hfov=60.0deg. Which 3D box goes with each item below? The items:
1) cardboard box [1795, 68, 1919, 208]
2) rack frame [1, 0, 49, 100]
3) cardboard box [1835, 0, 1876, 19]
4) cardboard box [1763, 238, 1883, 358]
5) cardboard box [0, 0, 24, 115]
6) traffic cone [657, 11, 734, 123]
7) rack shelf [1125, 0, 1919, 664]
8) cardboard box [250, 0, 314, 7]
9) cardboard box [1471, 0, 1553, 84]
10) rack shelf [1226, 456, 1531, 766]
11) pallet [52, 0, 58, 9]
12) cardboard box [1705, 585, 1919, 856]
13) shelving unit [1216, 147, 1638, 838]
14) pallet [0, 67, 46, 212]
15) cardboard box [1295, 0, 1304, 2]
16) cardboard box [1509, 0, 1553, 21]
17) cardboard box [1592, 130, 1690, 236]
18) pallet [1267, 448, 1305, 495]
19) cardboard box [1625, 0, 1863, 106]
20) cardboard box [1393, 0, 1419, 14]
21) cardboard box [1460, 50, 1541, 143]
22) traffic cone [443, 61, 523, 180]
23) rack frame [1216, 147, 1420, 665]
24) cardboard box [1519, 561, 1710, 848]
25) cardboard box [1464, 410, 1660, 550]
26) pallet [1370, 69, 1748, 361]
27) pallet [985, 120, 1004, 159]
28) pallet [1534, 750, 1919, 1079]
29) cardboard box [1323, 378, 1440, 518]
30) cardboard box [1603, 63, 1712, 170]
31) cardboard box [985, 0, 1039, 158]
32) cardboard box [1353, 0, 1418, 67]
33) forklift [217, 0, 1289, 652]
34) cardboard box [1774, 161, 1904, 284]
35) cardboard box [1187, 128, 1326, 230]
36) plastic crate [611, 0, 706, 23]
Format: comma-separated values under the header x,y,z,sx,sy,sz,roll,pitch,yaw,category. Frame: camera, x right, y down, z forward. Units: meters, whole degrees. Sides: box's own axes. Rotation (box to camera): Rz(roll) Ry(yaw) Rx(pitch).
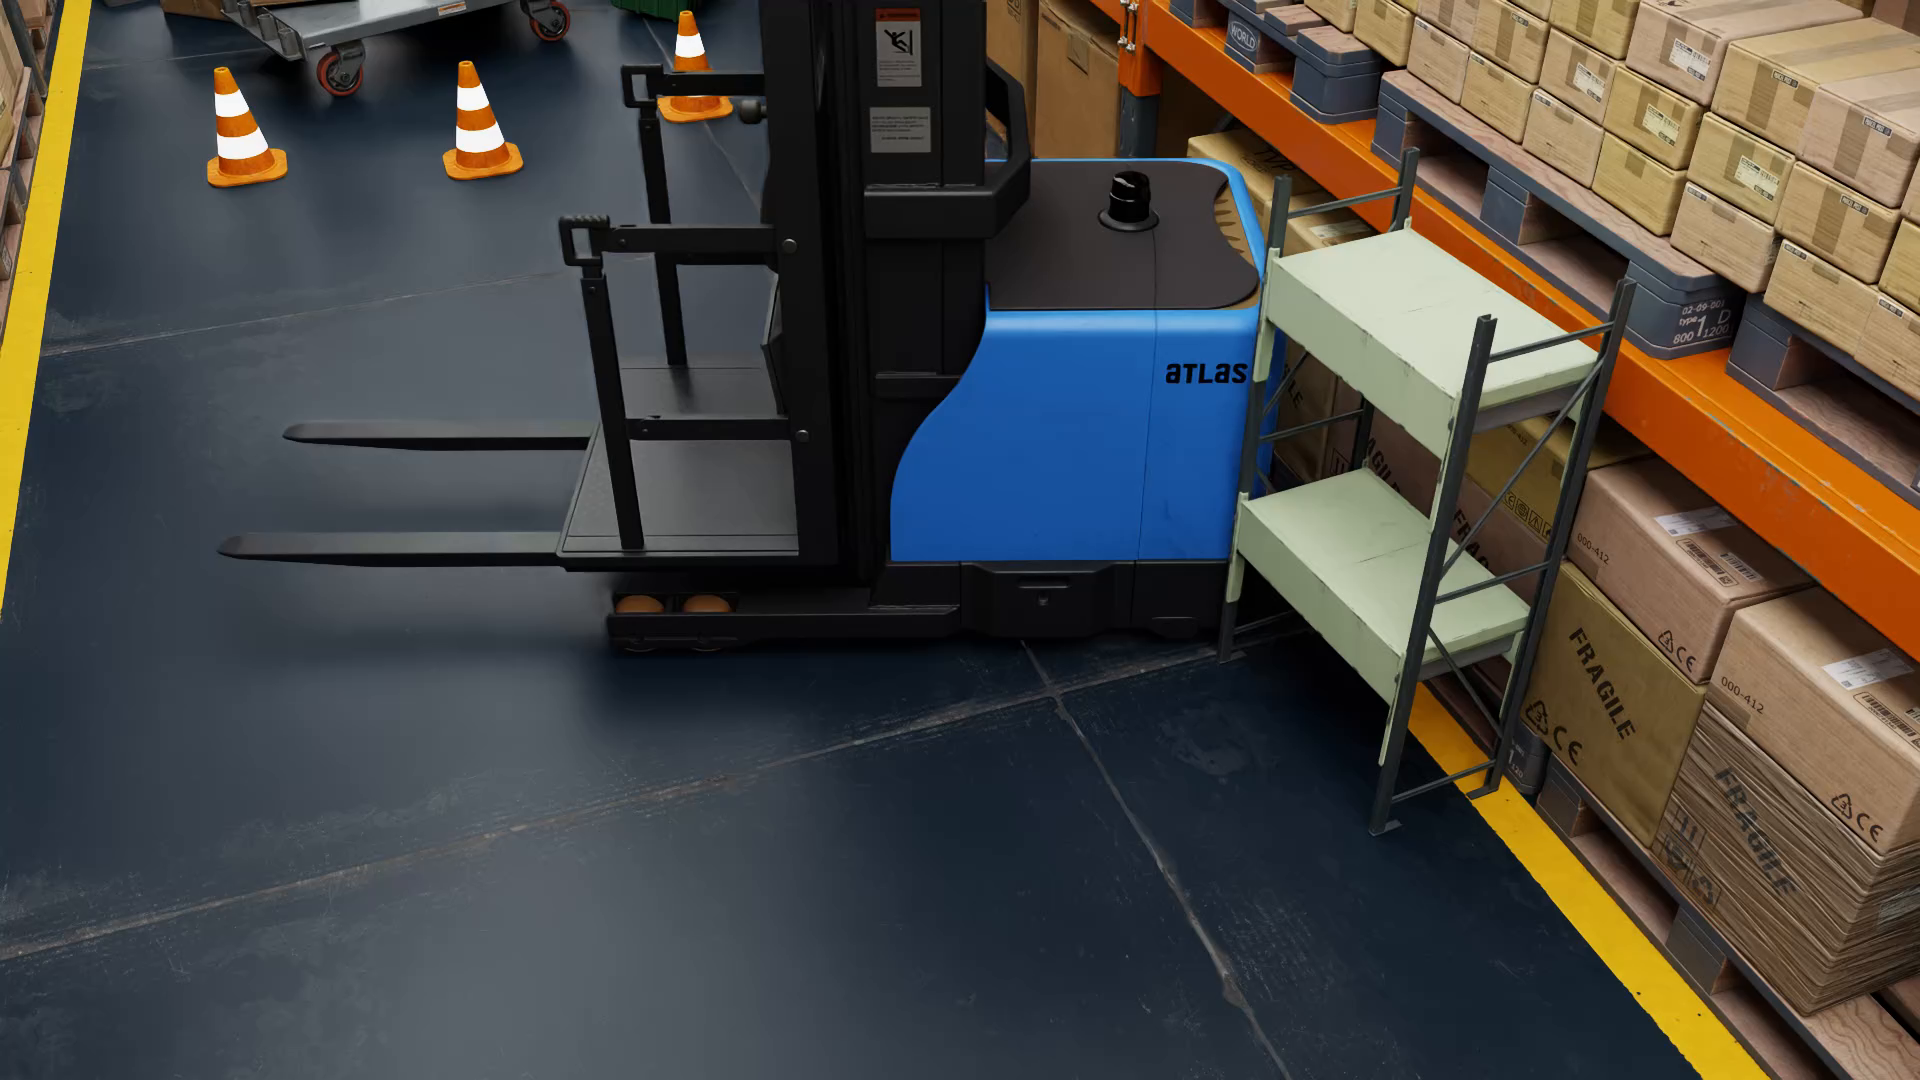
x,y,z,sx,sy,sz,roll,pitch,yaw,category
1.838,-0.773,3.148,0.380,0.149,0.250,-13,39,-16,cardboard box
-4.935,-3.273,7.102,1.000,3.000,0.127,-12,39,-16,rack frame
2.185,-1.340,3.901,0.380,0.149,0.250,-11,38,-15,cardboard box
1.848,-0.516,3.301,0.380,0.149,0.250,-14,39,-18,cardboard box
-4.752,-2.095,7.373,0.950,0.372,0.625,-12,39,-15,cardboard box
-1.278,-2.271,7.881,0.336,0.463,0.334,-12,39,-16,traffic cone
1.743,-0.678,4.255,1.077,0.370,4.000,-12,39,-16,rack shelf
-3.274,-2.962,8.138,0.500,0.500,0.500,-12,39,-16,cardboard box
1.477,-1.239,4.015,0.380,0.149,0.250,-13,39,-16,cardboard box
1.076,0.165,4.327,0.431,0.370,0.720,-16,40,-20,rack shelf
-5.623,-3.221,9.351,1.003,0.211,1.213,-12,39,-16,pallet
1.937,0.327,3.428,0.500,0.250,0.500,-13,39,-17,cardboard box
1.076,-0.096,4.130,0.431,1.500,0.755,-16,40,-20,shelving unit
-4.666,-1.719,7.357,1.003,0.211,1.213,-12,39,-16,pallet
1.111,-1.716,4.895,0.380,0.149,0.250,-11,38,-14,cardboard box
1.485,-1.357,3.923,0.380,0.149,0.250,-11,38,-15,cardboard box
1.657,-0.821,3.707,0.380,0.149,0.250,-11,38,-14,cardboard box
1.322,-0.539,5.791,1.003,0.211,1.213,-12,39,-16,pallet
1.662,-1.063,3.534,0.380,0.149,0.250,-14,39,-18,cardboard box
1.309,-1.521,4.389,0.380,0.149,0.250,-12,39,-16,cardboard box
1.477,-1.119,4.103,0.380,0.149,0.250,-12,39,-15,cardboard box
-2.155,-1.892,7.377,0.336,0.463,0.334,-12,39,-16,traffic cone
0.923,-0.296,4.396,0.400,1.500,0.023,-16,40,-20,rack frame
1.763,0.339,4.035,0.500,0.500,0.500,-13,39,-17,cardboard box
1.578,-0.261,4.209,0.500,0.250,0.500,-14,39,-18,cardboard box
1.774,-0.909,4.123,1.003,0.211,1.213,-12,39,-16,pallet
0.438,-2.130,7.903,1.003,0.211,1.213,-12,39,-16,pallet
2.161,0.839,3.961,1.003,0.211,1.213,-12,39,-16,pallet
1.416,-0.240,4.804,0.500,0.500,0.500,-13,39,-17,cardboard box
1.651,-0.949,3.630,0.380,0.149,0.250,-12,39,-16,cardboard box
0.625,-2.220,7.225,1.050,0.750,0.750,-12,39,-15,cardboard box
1.299,-1.412,4.491,0.380,0.149,0.250,-11,38,-14,cardboard box
-0.651,-1.167,4.363,3.031,2.935,1.130,0,37,0,forklift
1.836,-0.648,3.230,0.380,0.149,0.250,-14,39,-17,cardboard box
1.064,-1.124,5.355,0.500,0.250,0.500,-14,39,-18,cardboard box
-1.612,-3.081,9.137,0.450,0.188,0.662,14,38,2,plastic crate
